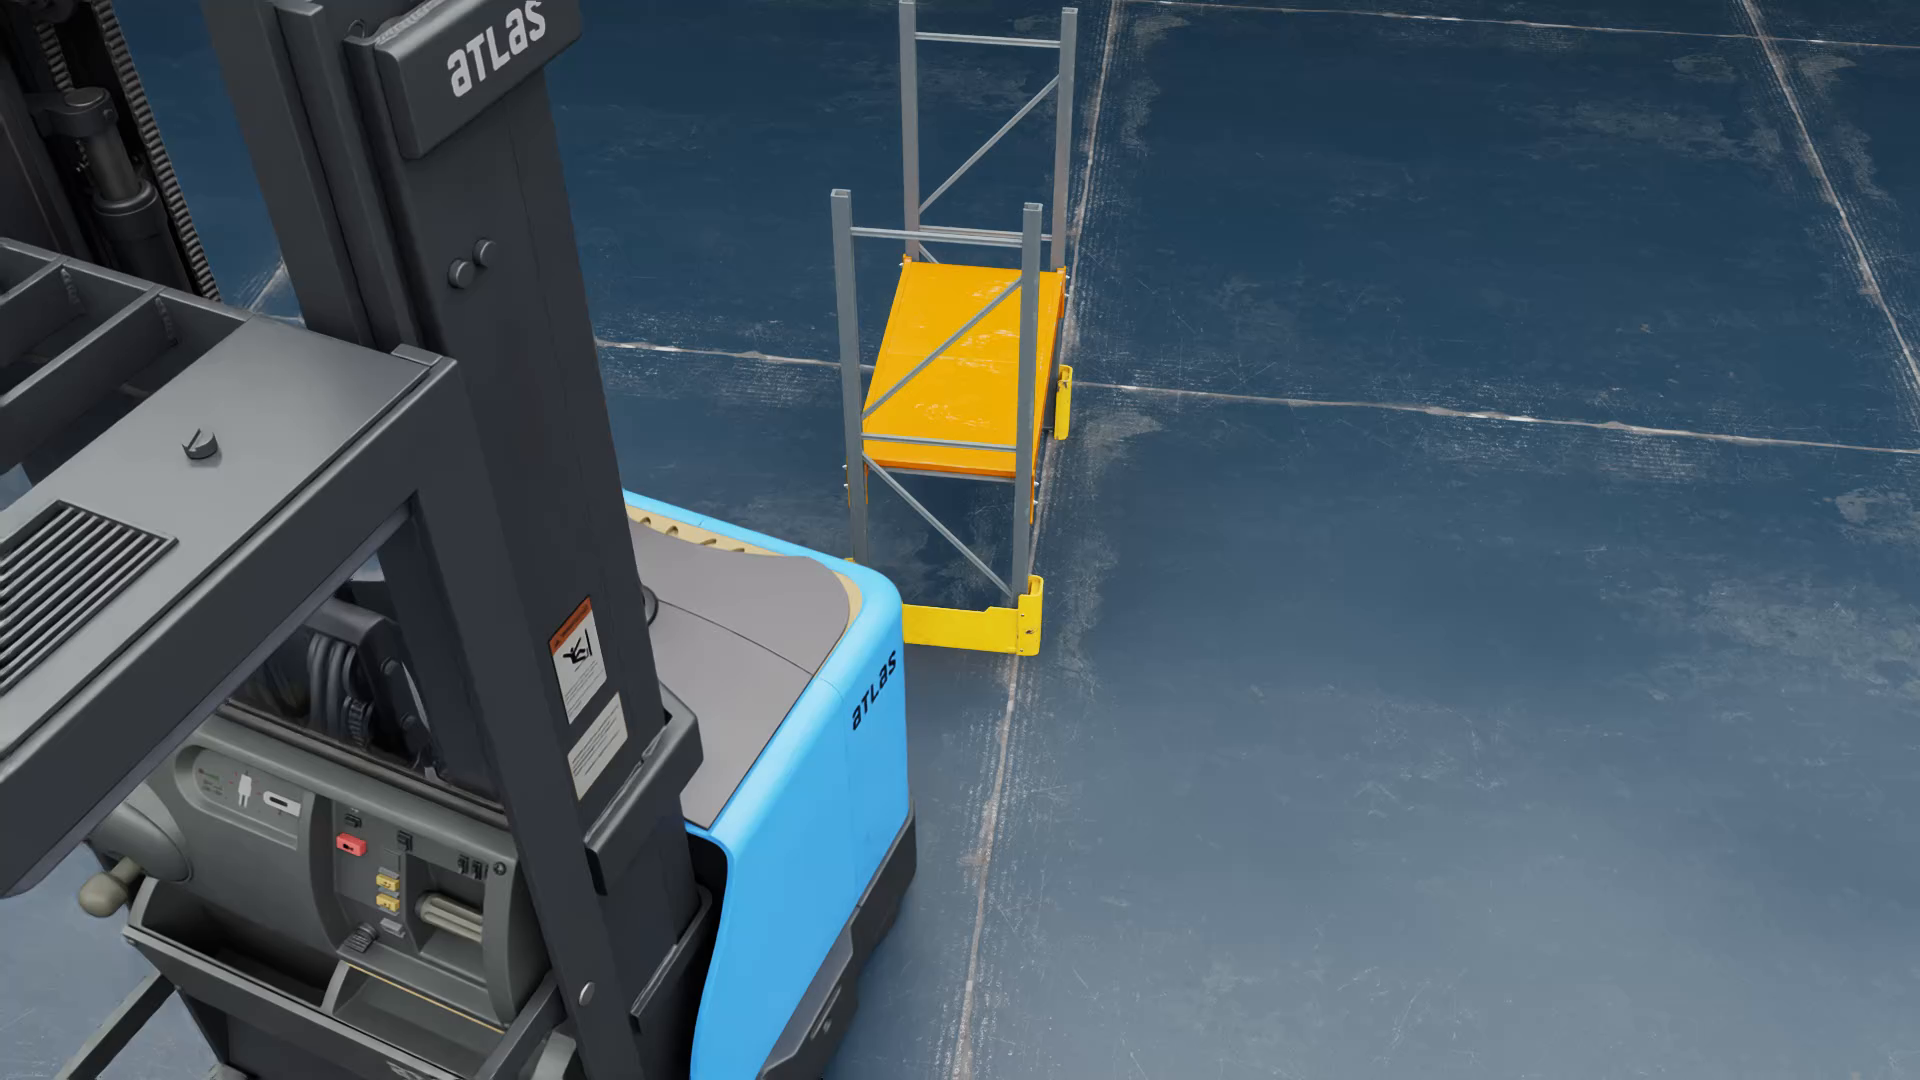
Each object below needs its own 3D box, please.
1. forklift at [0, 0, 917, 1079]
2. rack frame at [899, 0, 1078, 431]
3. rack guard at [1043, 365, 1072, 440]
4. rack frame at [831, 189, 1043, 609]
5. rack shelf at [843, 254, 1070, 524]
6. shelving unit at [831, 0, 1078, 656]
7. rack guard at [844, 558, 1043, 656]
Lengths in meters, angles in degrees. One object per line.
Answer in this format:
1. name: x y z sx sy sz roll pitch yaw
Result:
1. forklift: -1.175 0.586 2.499 1.130 2.935 3.031 17 46 17
2. rack frame: 0.078 -0.949 5.162 0.500 1.500 0.032 5 44 6
3. rack guard: 0.076 -0.482 5.577 0.587 0.250 0.087 5 44 6
4. rack frame: -0.056 -0.256 4.430 0.500 1.500 0.032 5 44 6
5. rack shelf: 0.011 -0.472 4.919 0.538 0.185 1.000 5 44 6
6. shelving unit: 0.010 -0.597 4.789 0.587 1.500 1.083 5 44 6
7. rack guard: -0.056 0.197 4.860 0.587 0.250 0.087 5 44 6
